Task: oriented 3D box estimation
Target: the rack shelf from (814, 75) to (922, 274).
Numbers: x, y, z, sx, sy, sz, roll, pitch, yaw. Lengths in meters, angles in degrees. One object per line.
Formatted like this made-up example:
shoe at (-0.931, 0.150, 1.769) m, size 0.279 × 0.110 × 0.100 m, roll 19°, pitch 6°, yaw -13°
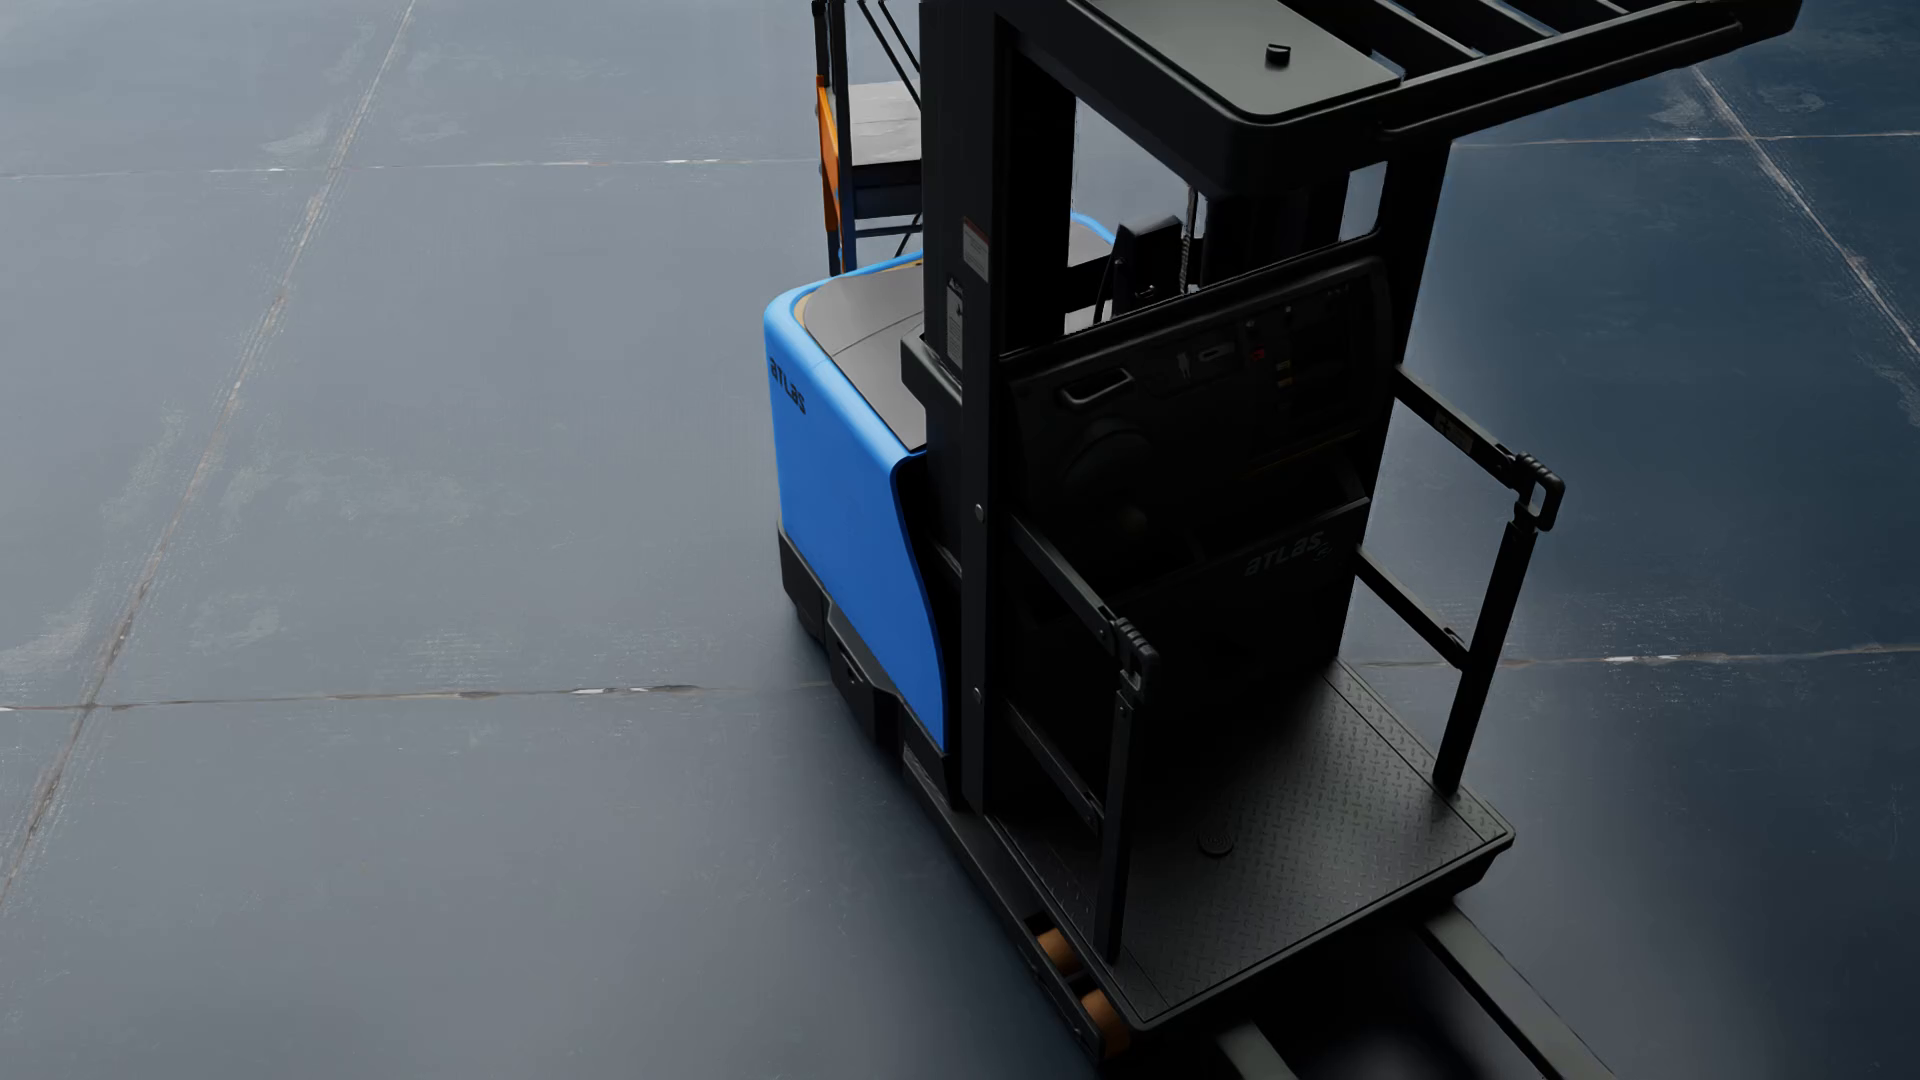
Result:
rack shelf at (-0.171, -1.016, 4.825) m, size 0.431 × 0.518 × 0.480 m, roll -7°, pitch 43°, yaw -8°

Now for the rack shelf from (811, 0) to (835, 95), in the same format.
rack shelf at (-0.171, -1.532, 4.352) m, size 0.431 × 0.518 × 0.480 m, roll -7°, pitch 43°, yaw -8°

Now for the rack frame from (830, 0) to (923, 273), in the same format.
rack frame at (-0.127, -0.864, 4.639) m, size 0.400 × 2.100 × 0.015 m, roll -7°, pitch 43°, yaw -8°

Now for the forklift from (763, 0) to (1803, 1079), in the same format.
forklift at (0.626, -0.217, 3.317) m, size 1.130 × 2.935 × 3.031 m, roll -21°, pitch 46°, yaw -21°

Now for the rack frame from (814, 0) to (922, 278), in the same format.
rack frame at (-0.215, -1.189, 4.993) m, size 0.400 × 2.100 × 0.015 m, roll -7°, pitch 43°, yaw -8°

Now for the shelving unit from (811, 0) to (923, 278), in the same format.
shelving unit at (-0.171, -1.027, 4.816) m, size 0.431 × 2.100 × 0.503 m, roll -7°, pitch 43°, yaw -8°
